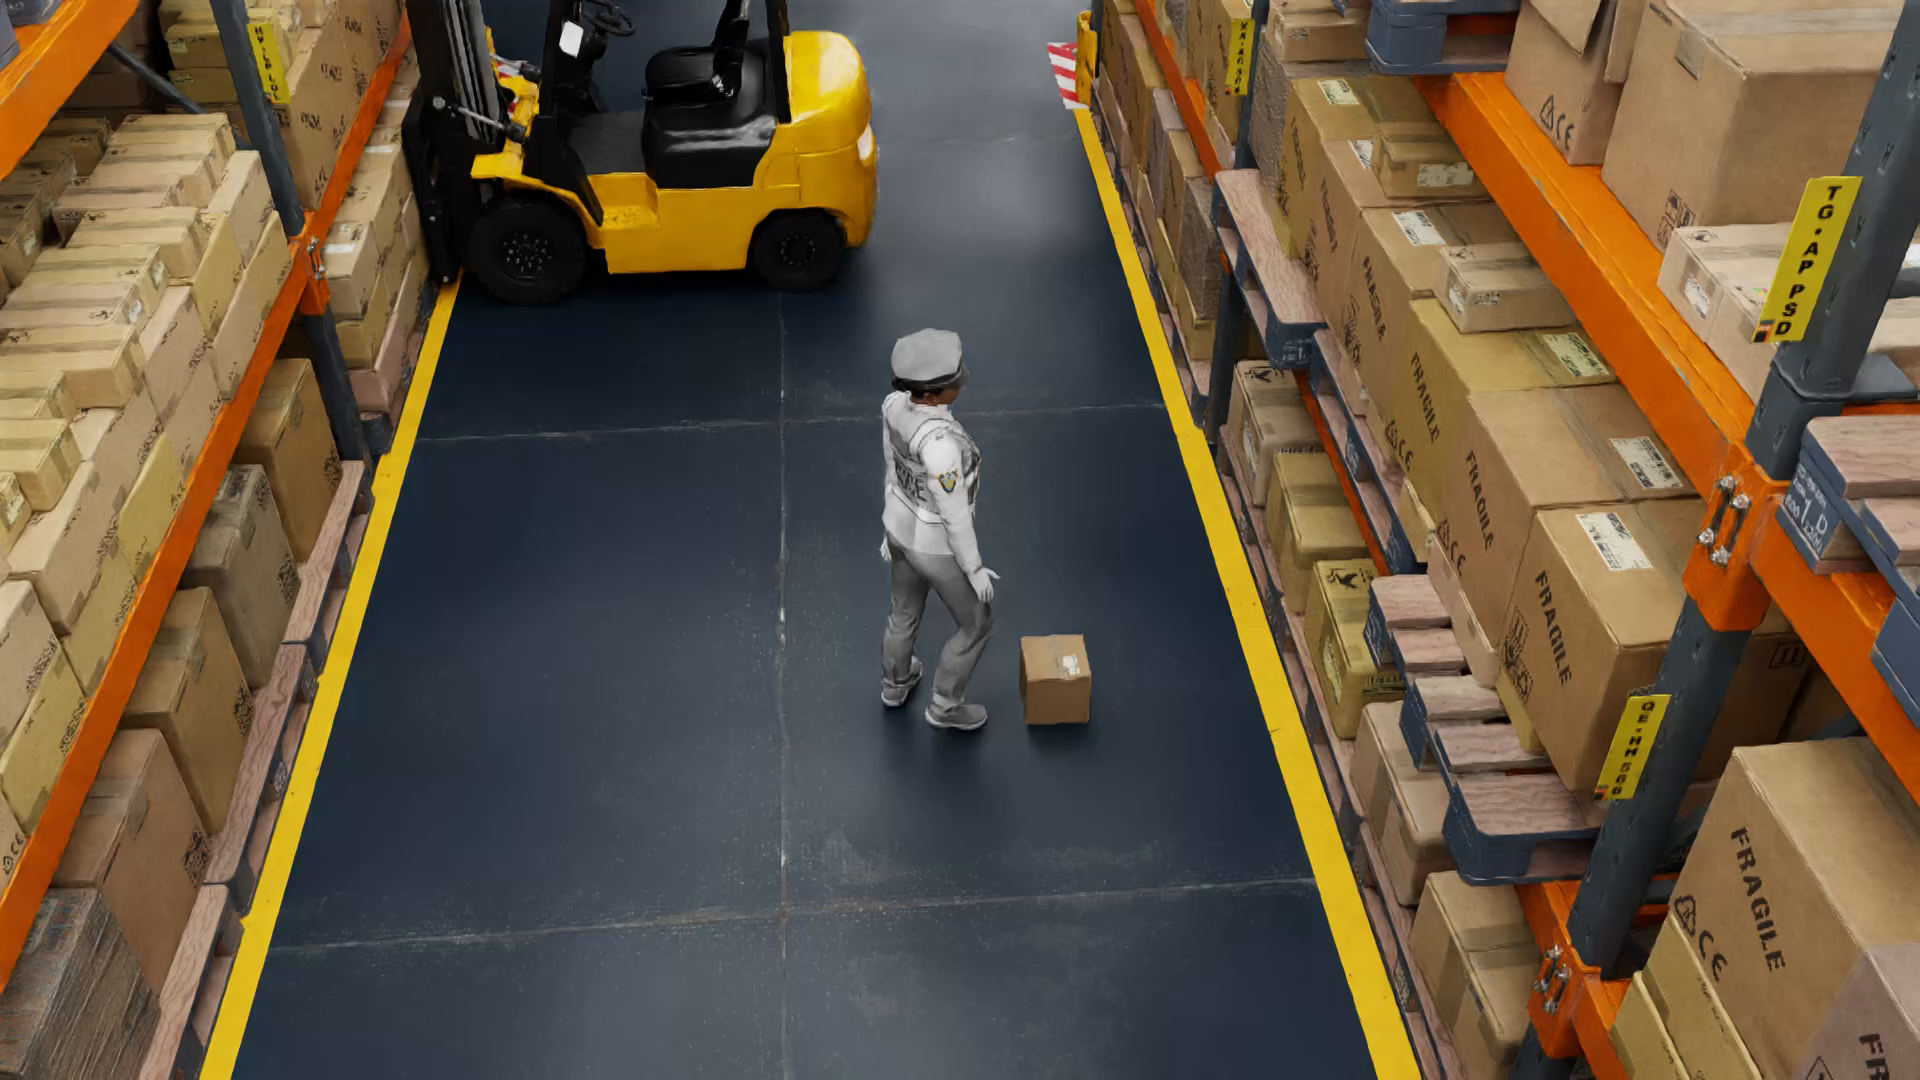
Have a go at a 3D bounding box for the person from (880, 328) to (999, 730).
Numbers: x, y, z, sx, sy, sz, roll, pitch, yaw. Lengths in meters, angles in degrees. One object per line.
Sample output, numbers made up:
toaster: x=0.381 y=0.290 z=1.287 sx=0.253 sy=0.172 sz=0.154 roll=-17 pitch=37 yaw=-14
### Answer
person: x=-0.089 y=0.021 z=6.099 sx=0.377 sy=1.695 sz=0.553 roll=-21 pitch=44 yaw=-24
